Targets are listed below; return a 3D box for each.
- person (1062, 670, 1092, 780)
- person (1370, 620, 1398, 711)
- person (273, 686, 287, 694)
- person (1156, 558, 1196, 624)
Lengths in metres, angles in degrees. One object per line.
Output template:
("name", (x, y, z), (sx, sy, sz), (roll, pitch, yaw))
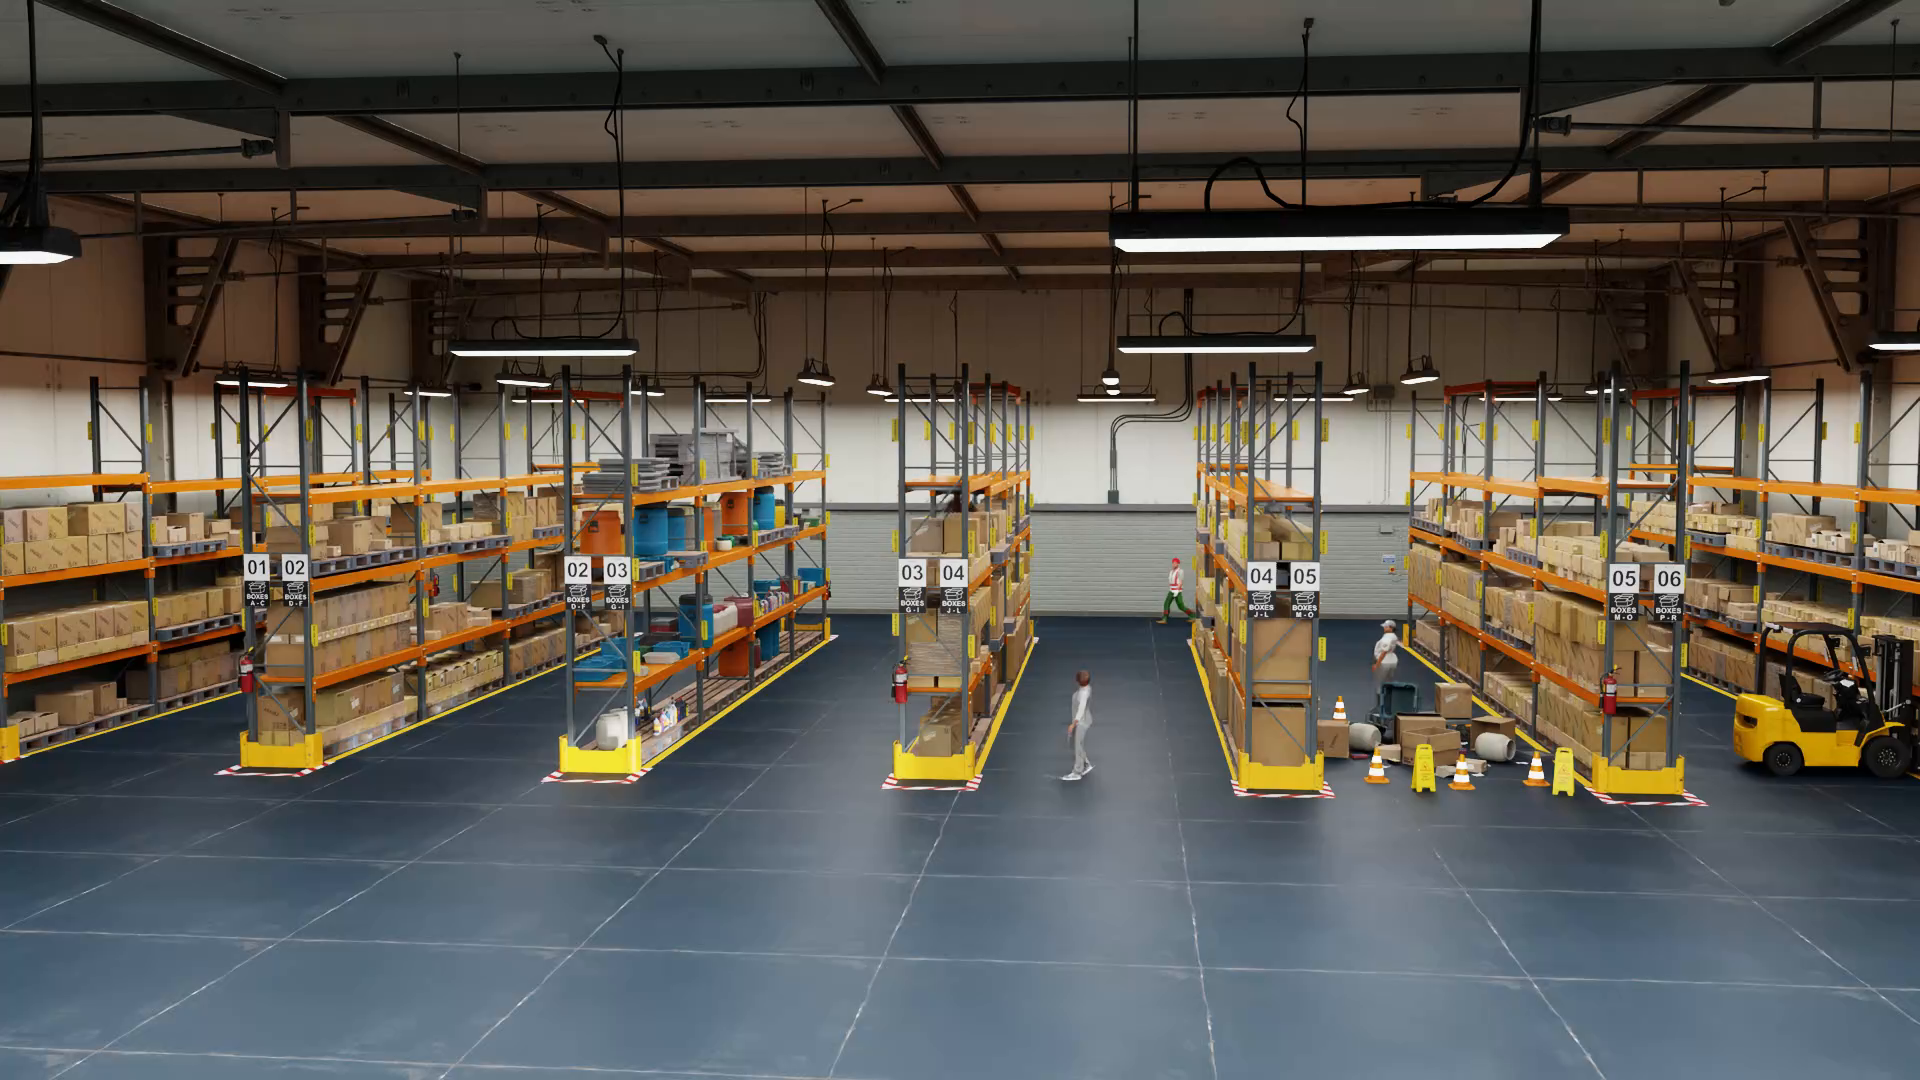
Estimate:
("person", (1.697, 2.667, 24.026), (0.462, 1.600, 0.488), (0, 4, -6))
("person", (7.629, 2.304, 29.939), (0.552, 1.732, 0.473), (-3, 5, -39))
("person", (-12.177, 2.208, 29.801), (0.562, 1.805, 0.480), (3, 5, 41))
("person", (5.642, 1.337, 43.373), (1.052, 1.748, 0.610), (-1, 4, -8))
